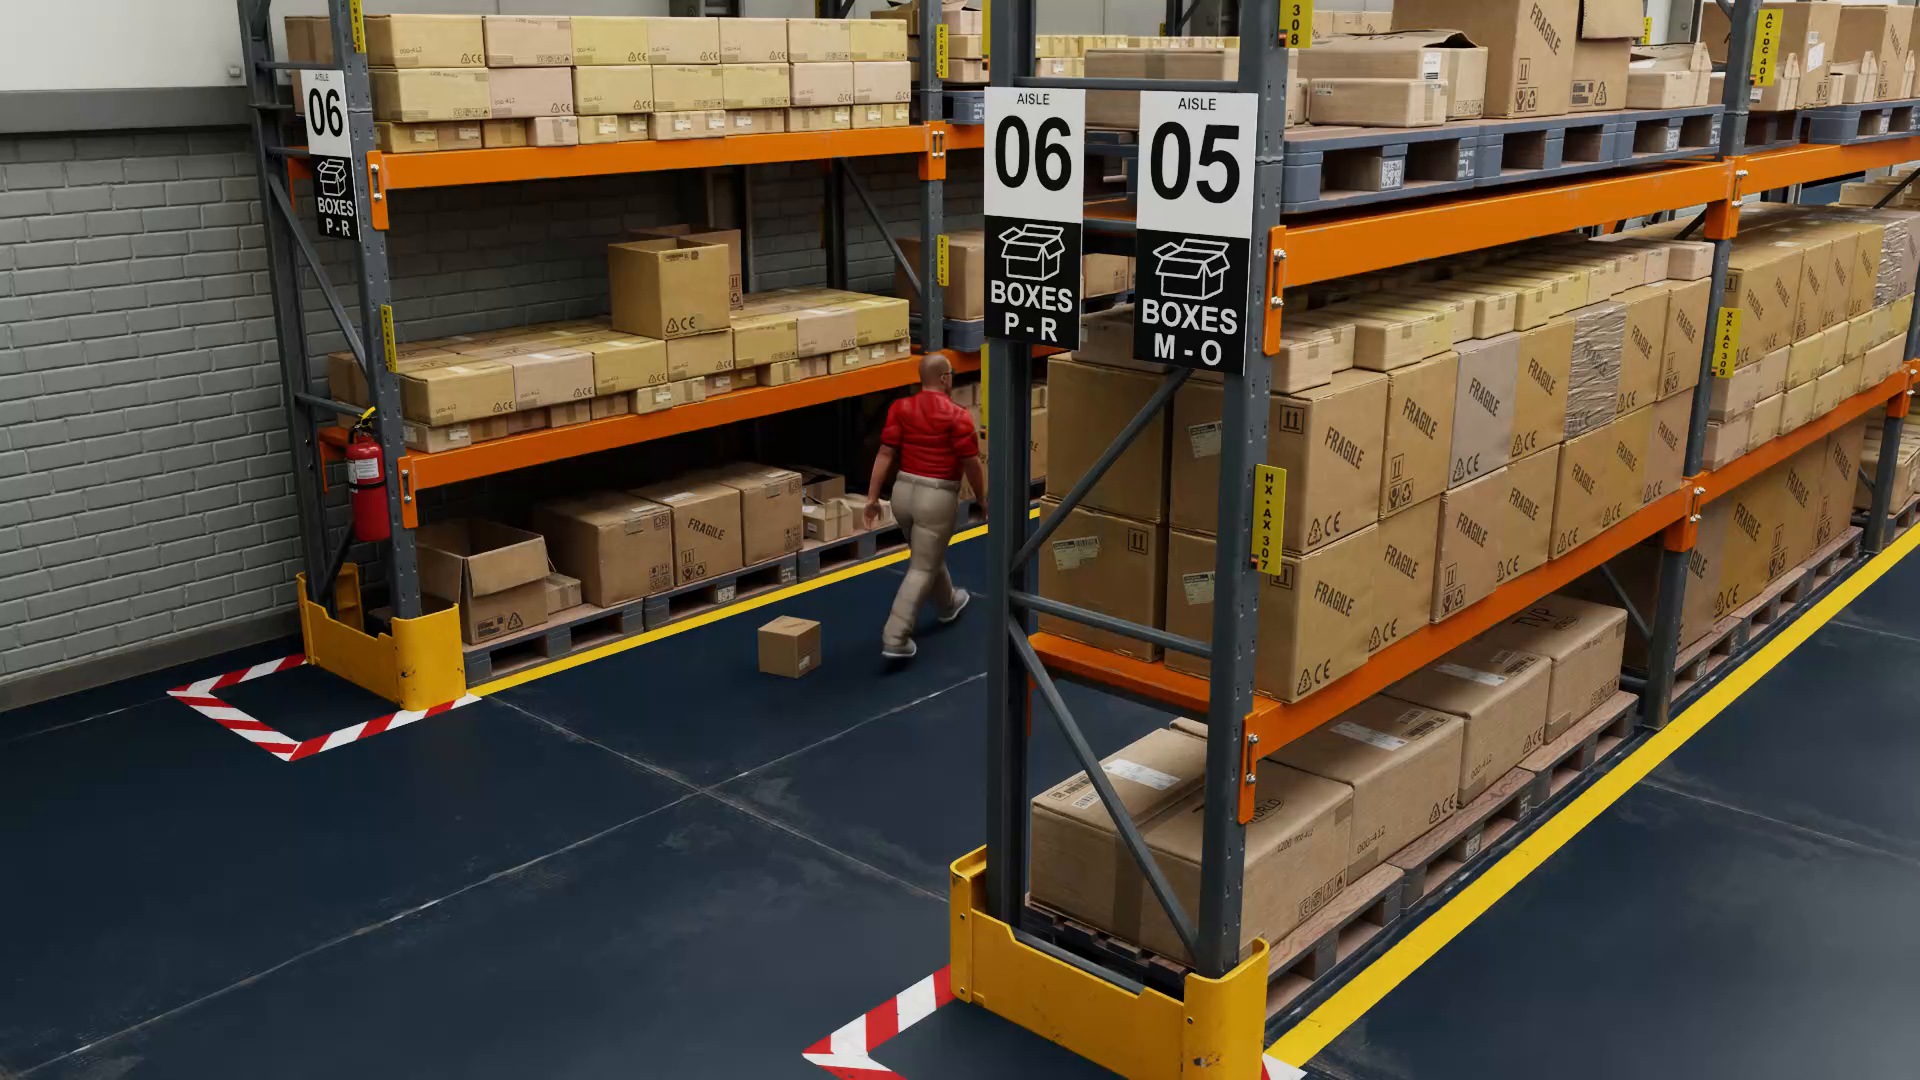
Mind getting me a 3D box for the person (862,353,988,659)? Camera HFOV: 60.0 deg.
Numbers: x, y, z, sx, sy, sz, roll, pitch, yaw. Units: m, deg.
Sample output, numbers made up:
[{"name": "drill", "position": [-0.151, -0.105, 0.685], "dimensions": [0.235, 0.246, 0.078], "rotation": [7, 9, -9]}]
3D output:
[{"name": "person", "position": [-0.155, -0.226, 9.331], "dimensions": [0.576, 1.651, 1.113], "rotation": [12, 20, 34]}]
